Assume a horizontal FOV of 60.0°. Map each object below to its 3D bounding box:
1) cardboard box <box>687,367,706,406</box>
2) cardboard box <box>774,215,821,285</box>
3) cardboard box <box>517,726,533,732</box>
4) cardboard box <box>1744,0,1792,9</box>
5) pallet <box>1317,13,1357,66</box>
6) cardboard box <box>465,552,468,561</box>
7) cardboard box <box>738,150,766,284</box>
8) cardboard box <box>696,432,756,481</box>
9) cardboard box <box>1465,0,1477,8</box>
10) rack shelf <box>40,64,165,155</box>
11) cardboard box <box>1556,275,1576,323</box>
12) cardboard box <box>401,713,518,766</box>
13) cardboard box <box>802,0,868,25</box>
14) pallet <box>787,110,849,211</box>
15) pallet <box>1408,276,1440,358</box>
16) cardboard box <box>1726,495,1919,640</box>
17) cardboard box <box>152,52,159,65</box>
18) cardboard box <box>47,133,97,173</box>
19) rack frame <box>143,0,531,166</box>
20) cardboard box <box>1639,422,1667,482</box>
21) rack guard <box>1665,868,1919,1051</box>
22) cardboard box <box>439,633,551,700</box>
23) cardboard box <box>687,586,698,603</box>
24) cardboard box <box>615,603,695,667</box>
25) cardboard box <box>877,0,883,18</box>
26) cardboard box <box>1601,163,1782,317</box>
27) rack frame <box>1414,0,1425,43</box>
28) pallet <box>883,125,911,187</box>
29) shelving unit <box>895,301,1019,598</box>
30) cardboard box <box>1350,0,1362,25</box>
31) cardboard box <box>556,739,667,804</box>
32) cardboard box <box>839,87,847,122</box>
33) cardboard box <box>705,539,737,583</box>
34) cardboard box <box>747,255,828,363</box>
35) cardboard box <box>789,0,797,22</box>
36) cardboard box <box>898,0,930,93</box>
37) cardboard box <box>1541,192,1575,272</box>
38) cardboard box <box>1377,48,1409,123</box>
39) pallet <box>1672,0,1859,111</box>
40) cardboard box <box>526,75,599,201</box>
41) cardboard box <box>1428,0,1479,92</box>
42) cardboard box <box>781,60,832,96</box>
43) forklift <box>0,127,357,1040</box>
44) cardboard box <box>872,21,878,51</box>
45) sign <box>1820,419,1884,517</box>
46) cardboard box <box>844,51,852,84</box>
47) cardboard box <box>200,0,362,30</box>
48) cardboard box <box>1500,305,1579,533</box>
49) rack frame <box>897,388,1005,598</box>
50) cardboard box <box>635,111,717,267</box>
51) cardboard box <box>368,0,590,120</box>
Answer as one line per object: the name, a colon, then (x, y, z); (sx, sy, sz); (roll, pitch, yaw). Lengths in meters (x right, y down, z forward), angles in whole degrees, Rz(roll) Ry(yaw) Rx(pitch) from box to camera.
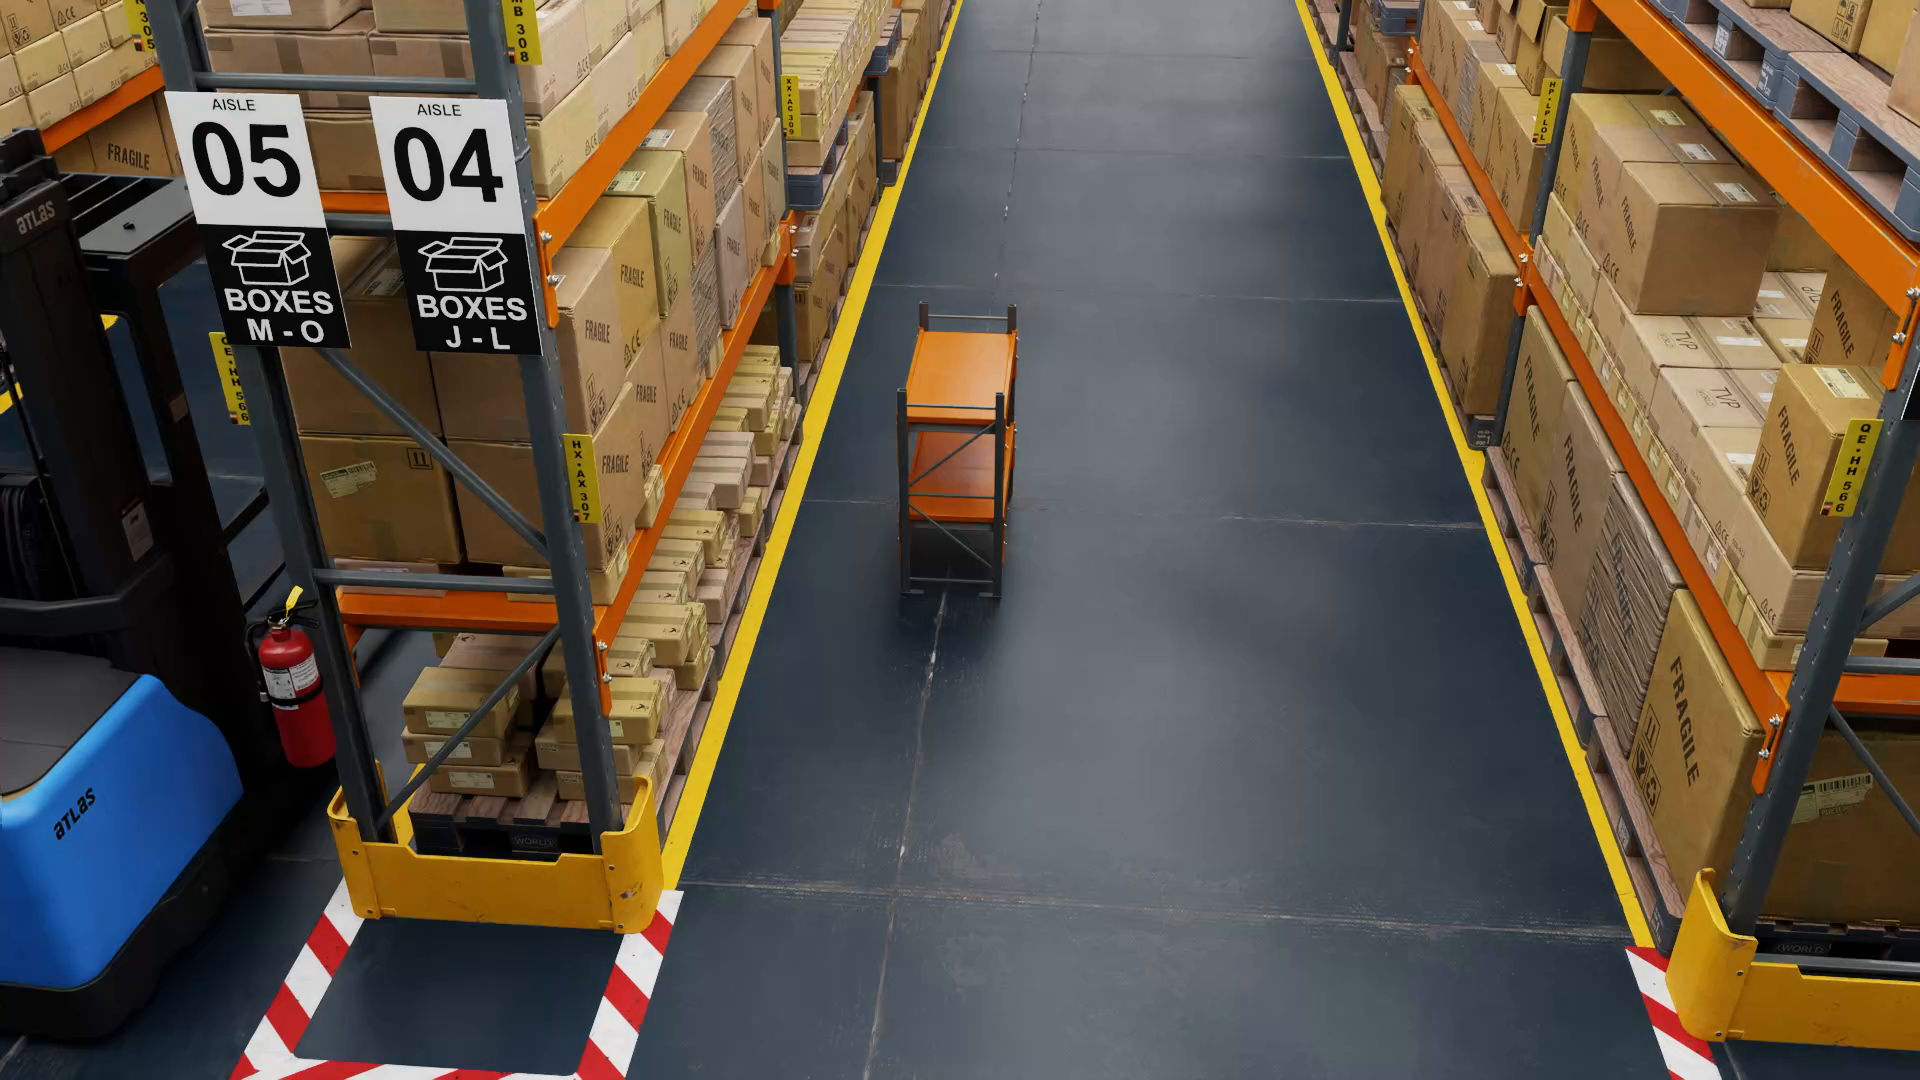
cardboard box: (-1.335, -0.717, 7.294); (0.380, 0.149, 0.250); (4, 32, 6)
cardboard box: (-1.115, -1.752, 10.001); (0.500, 0.250, 0.500); (1, 32, 2)
cardboard box: (-2.009, 0.761, 6.973); (0.380, 0.149, 0.250); (3, 32, 5)
cardboard box: (3.261, -2.259, 6.106); (0.700, 0.500, 0.500); (4, 32, 6)
pallet: (4.168, -5.027, 16.705); (1.003, 0.211, 1.213); (2, 32, 4)
cardboard box: (-1.961, -0.055, 6.220); (0.380, 0.149, 0.250); (2, 32, 4)
cardboard box: (-1.240, -1.575, 8.068); (0.500, 0.500, 0.500); (2, 32, 3)
cardboard box: (-1.231, -0.420, 8.323); (0.380, 0.149, 0.250); (1, 32, 2)
cardboard box: (3.747, -3.857, 11.099); (0.797, 0.503, 0.637); (3, 32, 6)
rack shelf: (-6.217, -2.841, 11.186); (1.077, 0.370, 4.000); (2, 32, 4)
cardboard box: (3.099, -1.155, 8.005); (0.380, 0.149, 0.250); (3, 32, 6)
cardboard box: (-2.005, 0.769, 6.676); (0.380, 0.149, 0.250); (2, 32, 3)
cardboard box: (-0.803, -3.407, 10.692); (0.380, 0.149, 0.250); (4, 32, 6)
pallet: (-1.231, -2.254, 9.732); (1.003, 0.211, 1.213); (2, 32, 4)
pallet: (3.581, -1.537, 11.043); (1.003, 0.211, 1.213); (2, 32, 4)
cardboard box: (2.946, 0.086, 5.610); (0.500, 0.250, 0.500); (2, 32, 3)
cardboard box: (-5.863, -3.586, 11.852); (0.500, 0.250, 0.500); (3, 32, 5)
cardboard box: (-6.344, -2.176, 11.046); (0.875, 0.875, 0.875); (3, 32, 5)
rack frame: (-1.764, -2.405, 4.075); (1.000, 3.000, 0.127); (2, 32, 4)
cardboard box: (2.974, -0.349, 6.697); (0.380, 0.149, 0.250); (3, 32, 4)
rack guard: (3.169, 1.490, 5.855); (1.175, 0.500, 0.348); (2, 32, 4)
cardboard box: (-1.896, 0.514, 6.807); (0.380, 0.149, 0.250); (3, 32, 5)
cardboard box: (-1.399, 0.249, 7.520); (0.380, 0.149, 0.250); (1, 32, 2)
cardboard box: (-1.332, 0.396, 6.999); (0.380, 0.149, 0.250); (2, 32, 4)
cardboard box: (-0.738, -3.678, 11.414); (0.380, 0.149, 0.250); (3, 32, 5)
cardboard box: (3.118, -1.291, 7.130); (0.500, 0.500, 0.500); (1, 32, 2)
rack frame: (3.823, -3.769, 12.008); (1.000, 3.000, 0.127); (2, 32, 4)
pallet: (-0.973, -3.256, 13.832); (1.003, 0.211, 1.213); (2, 32, 4)
shelving unit: (-0.001, -0.475, 8.449); (0.538, 1.125, 1.048); (2, 32, 4)
cardboard box: (4.260, -5.483, 16.770); (0.500, 0.500, 0.500); (13, 34, 19)
cardboard box: (-1.402, 0.924, 6.709); (0.380, 0.149, 0.250); (3, 32, 5)
cardboard box: (-0.885, -2.608, 9.962); (0.380, 0.149, 0.250); (3, 32, 4)
cardboard box: (-1.290, 0.114, 8.023); (0.380, 0.149, 0.250); (2, 32, 4)
cardboard box: (-1.114, -1.432, 10.197); (0.500, 0.500, 0.500); (4, 32, 6)
cardboard box: (-1.372, -3.740, 11.800); (0.380, 0.149, 0.250); (4, 32, 6)
cardboard box: (-0.830, -4.514, 14.960); (1.050, 0.750, 0.750); (2, 32, 4)
cardboard box: (3.198, -1.506, 8.194); (0.500, 0.250, 0.500); (2, 32, 3)
cardboard box: (3.929, -3.831, 14.071); (0.700, 0.500, 0.500); (5, 32, 8)
pallet: (3.318, -1.854, 6.124); (1.003, 0.211, 1.213); (2, 32, 4)
cardboard box: (-1.473, -1.288, 5.265); (0.500, 0.250, 0.500); (4, 32, 6)
cardboard box: (3.472, -3.300, 11.150); (0.500, 0.500, 0.500); (2, 32, 3)
cardboard box: (-0.931, -2.600, 9.382); (0.380, 0.149, 0.250); (3, 32, 5)
forklift: (-3.252, -0.264, 6.385); (1.130, 2.935, 3.031); (5, 32, 7)
cardboard box: (-0.761, -3.434, 11.302); (0.380, 0.149, 0.250); (2, 32, 3)
sign: (2.632, -0.210, 4.903); (0.100, 0.325, 0.005); (2, 32, 4)
cardboard box: (-0.868, -2.875, 10.112); (0.380, 0.149, 0.250); (4, 32, 6)
cardboard box: (-2.030, -1.633, 4.968); (0.380, 0.149, 0.250); (2, 32, 4)
cardboard box: (3.364, -0.610, 8.506); (0.875, 0.875, 0.875); (2, 32, 4)
rack frame: (-0.042, -0.210, 8.018); (0.500, 1.125, 0.032); (2, 32, 4)
cardboard box: (-1.326, -1.471, 6.946); (0.500, 0.500, 0.500); (1, 32, 2)
cardboard box: (-1.468, -1.501, 5.133); (0.500, 0.250, 0.500); (3, 32, 5)
